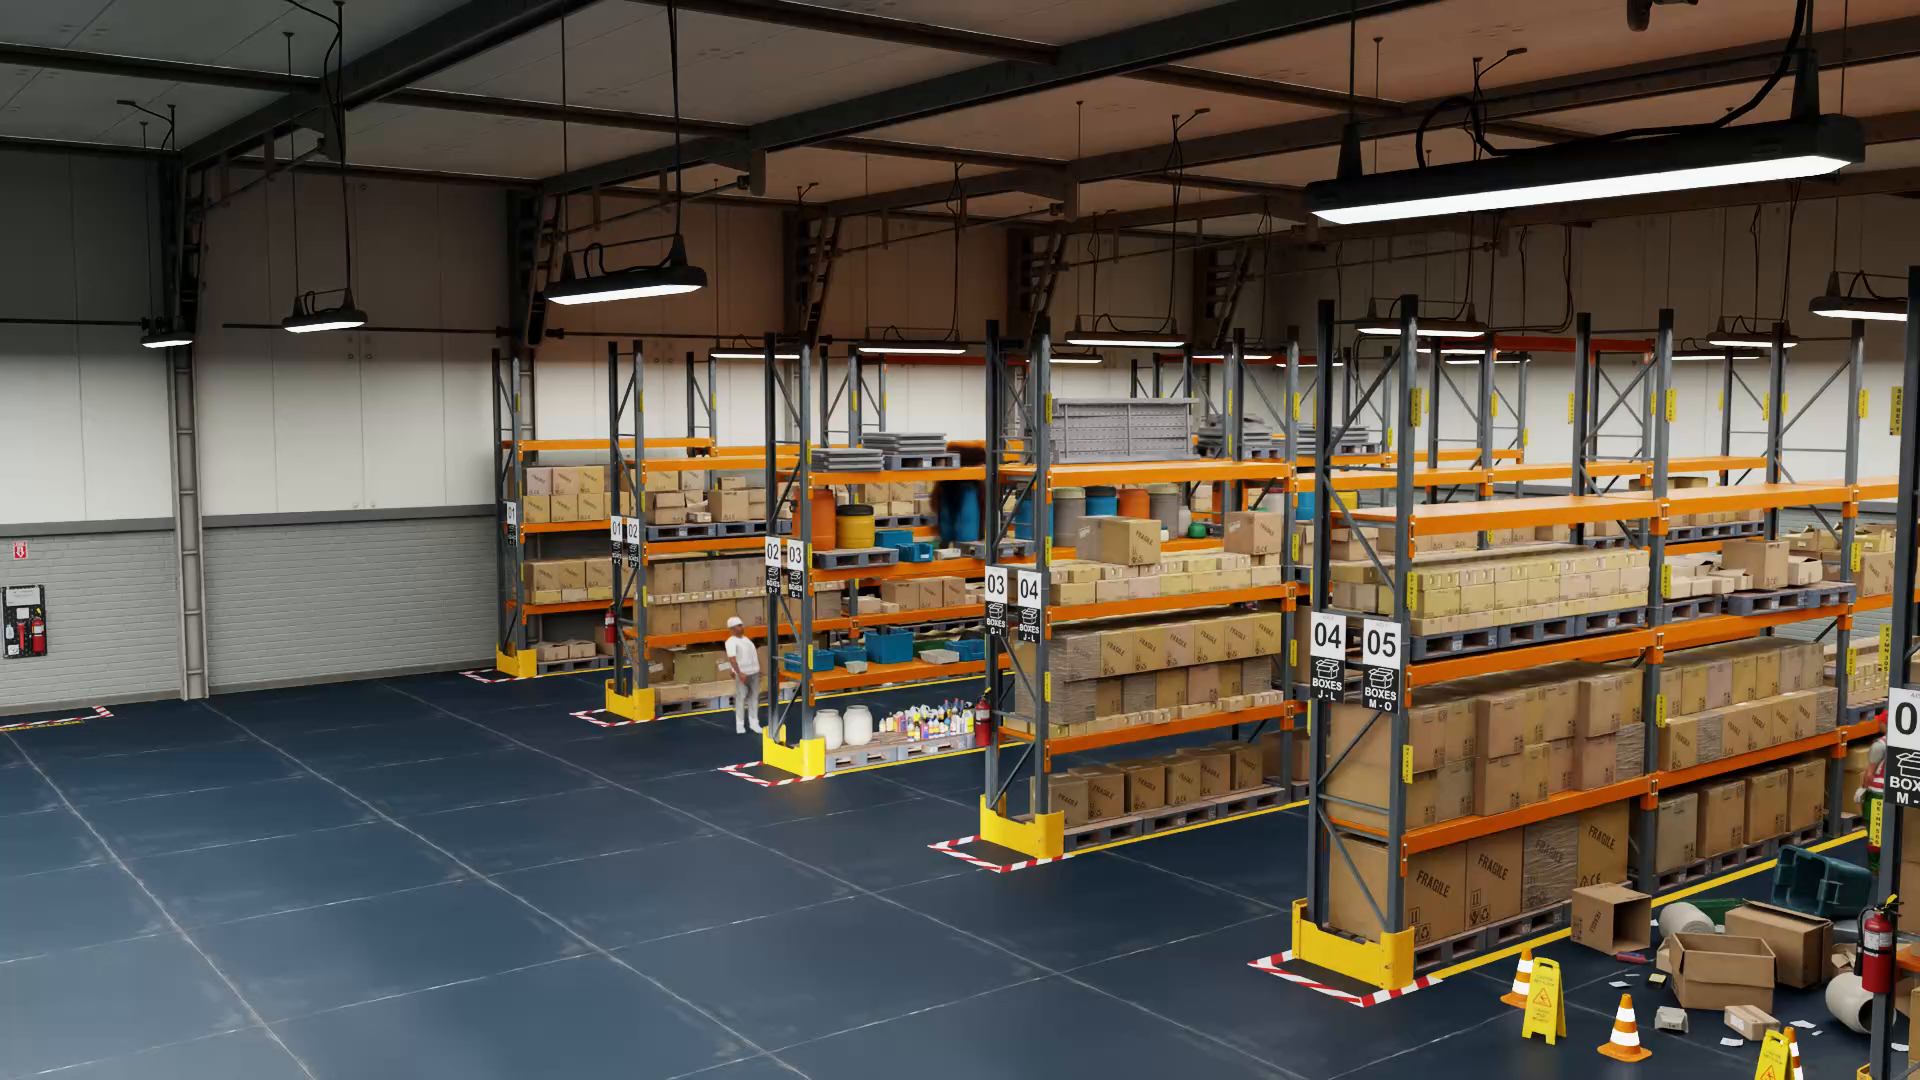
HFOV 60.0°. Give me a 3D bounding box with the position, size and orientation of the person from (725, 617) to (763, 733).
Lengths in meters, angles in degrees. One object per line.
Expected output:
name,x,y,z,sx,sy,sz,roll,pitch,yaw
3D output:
person,-3.248,2.064,25.367,0.671,1.768,0.670,-4,7,-39

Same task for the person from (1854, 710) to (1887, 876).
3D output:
person,9.922,2.703,17.932,0.599,1.797,0.518,0,5,-5
